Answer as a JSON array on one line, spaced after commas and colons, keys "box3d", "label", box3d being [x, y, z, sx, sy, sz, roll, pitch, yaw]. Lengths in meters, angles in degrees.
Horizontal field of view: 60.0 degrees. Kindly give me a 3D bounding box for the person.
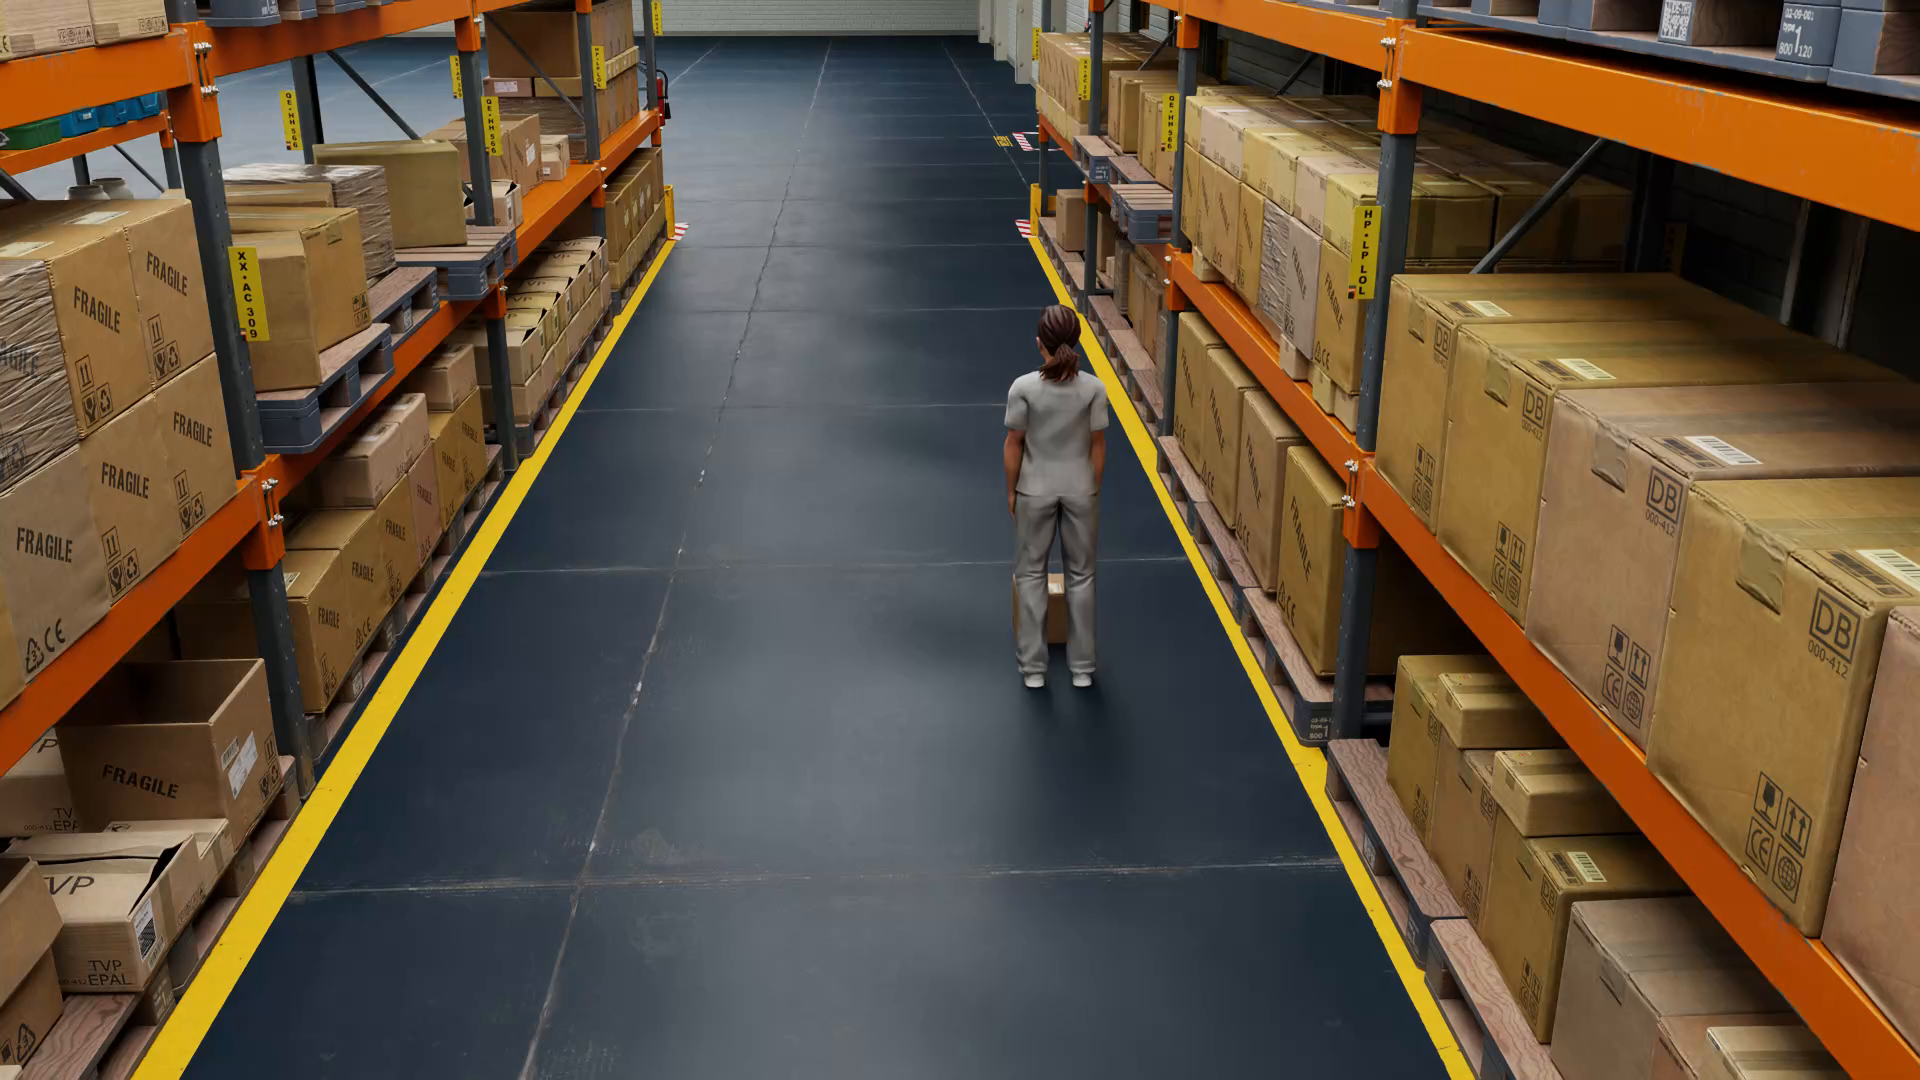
[{"box3d": [0.401, -0.173, 7.052, 0.437, 1.672, 0.361, -1, 20, -2], "label": "person"}]
